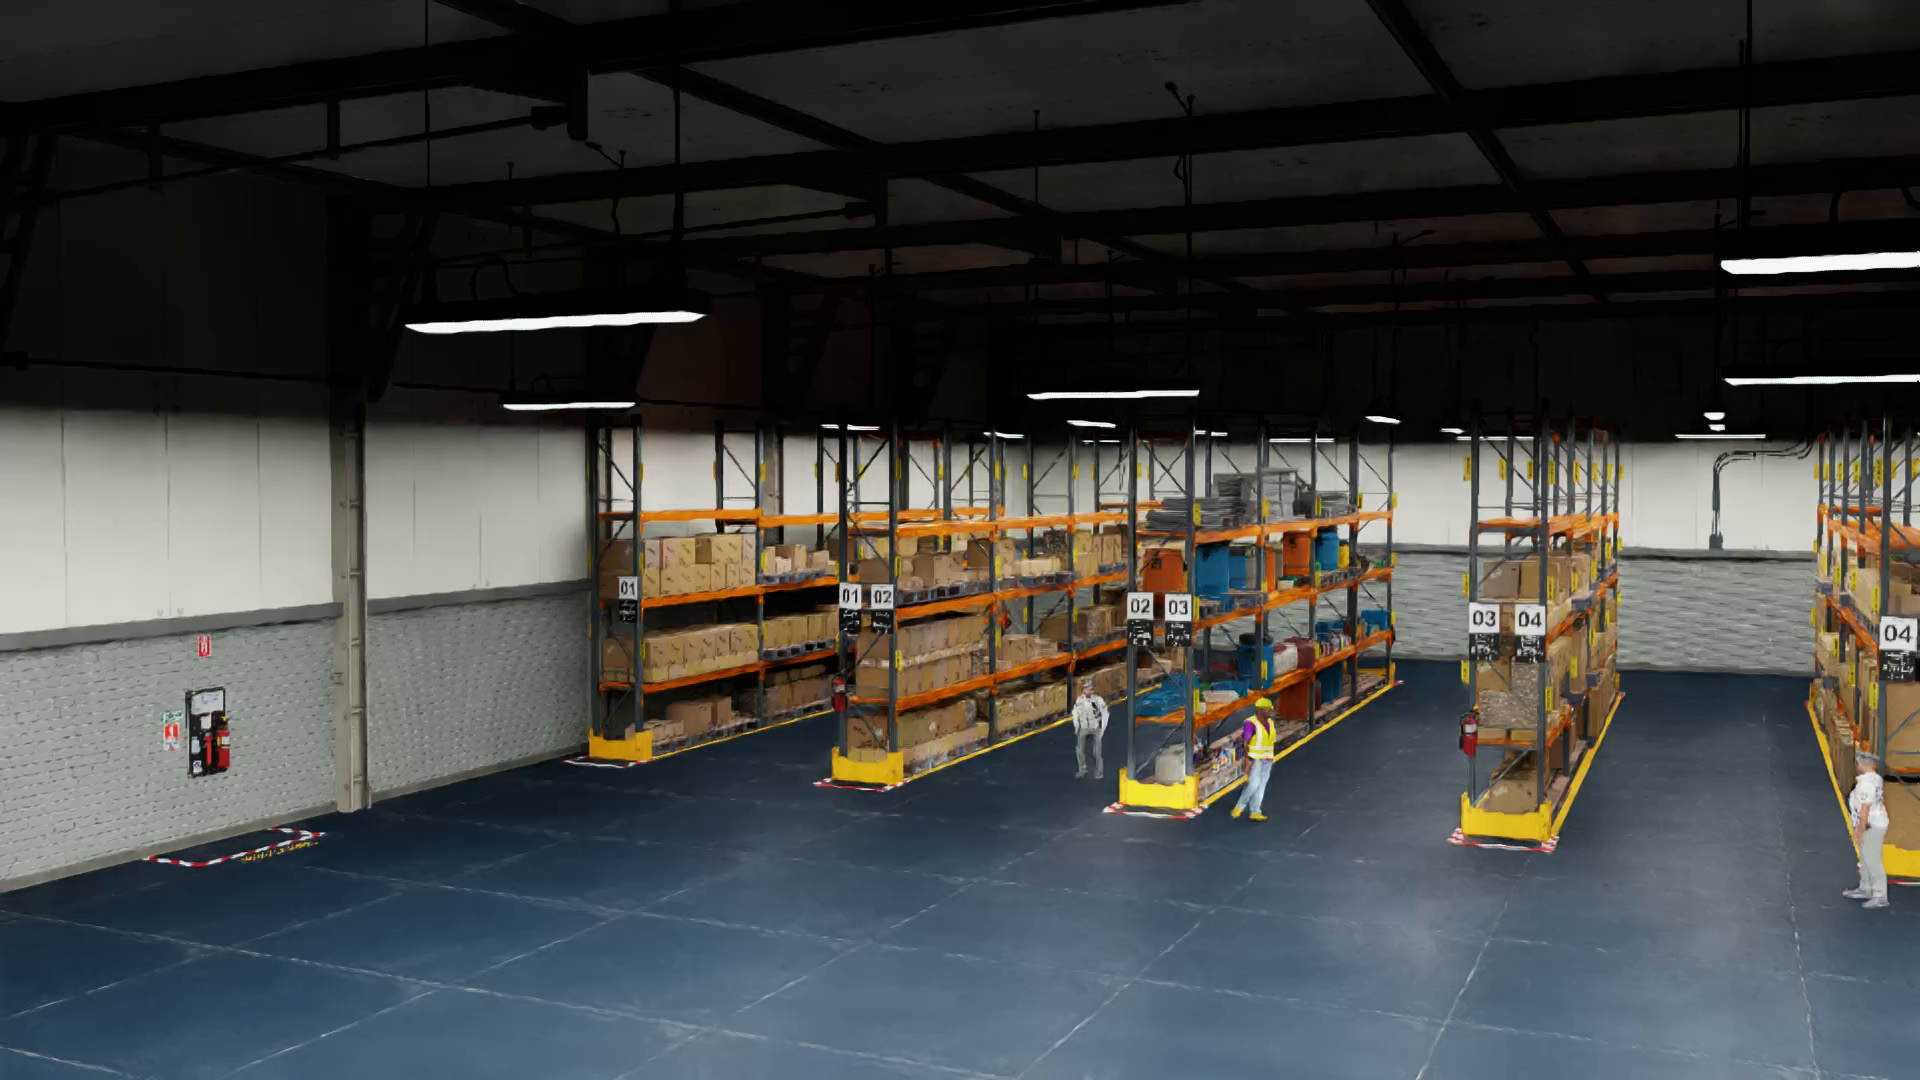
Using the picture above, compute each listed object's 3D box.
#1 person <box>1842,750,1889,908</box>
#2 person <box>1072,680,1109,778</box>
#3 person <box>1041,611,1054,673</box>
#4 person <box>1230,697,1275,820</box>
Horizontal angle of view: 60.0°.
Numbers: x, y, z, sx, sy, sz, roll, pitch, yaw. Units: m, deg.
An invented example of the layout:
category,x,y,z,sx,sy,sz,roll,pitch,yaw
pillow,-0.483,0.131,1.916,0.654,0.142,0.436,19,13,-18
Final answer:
category,x,y,z,sx,sy,sz,roll,pitch,yaw
person,10.497,3.322,19.261,0.515,1.743,0.687,2,3,36
person,2.122,3.077,27.110,0.639,1.632,0.496,1,3,22
person,2.162,2.528,39.814,0.435,1.667,0.492,0,2,-1
person,4.227,3.127,23.843,0.720,1.761,0.463,-1,3,-32
